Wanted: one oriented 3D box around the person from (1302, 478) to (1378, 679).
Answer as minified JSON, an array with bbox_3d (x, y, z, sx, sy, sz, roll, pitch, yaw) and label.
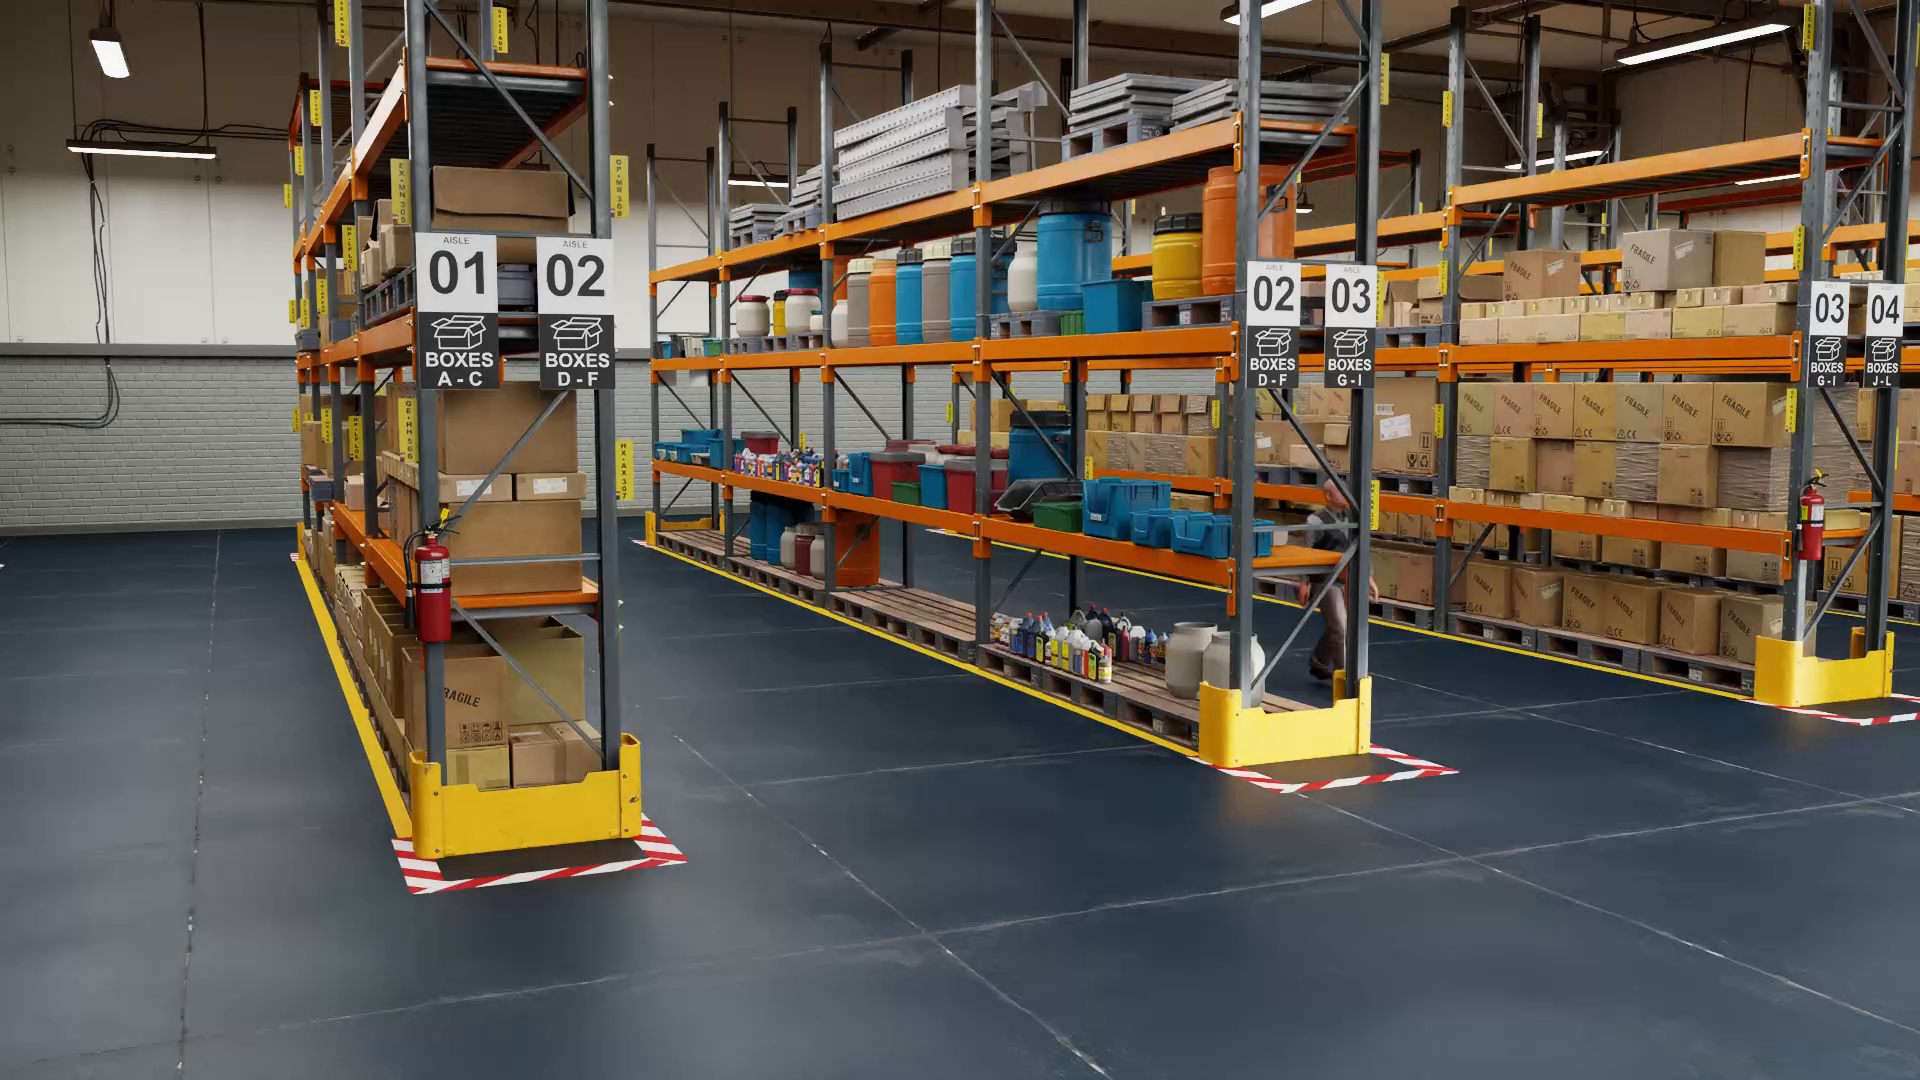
[{"bbox_3d":[2.985,0.358,13.028,0.550,1.695,0.928,-2,6,-22],"label":"person"}]
